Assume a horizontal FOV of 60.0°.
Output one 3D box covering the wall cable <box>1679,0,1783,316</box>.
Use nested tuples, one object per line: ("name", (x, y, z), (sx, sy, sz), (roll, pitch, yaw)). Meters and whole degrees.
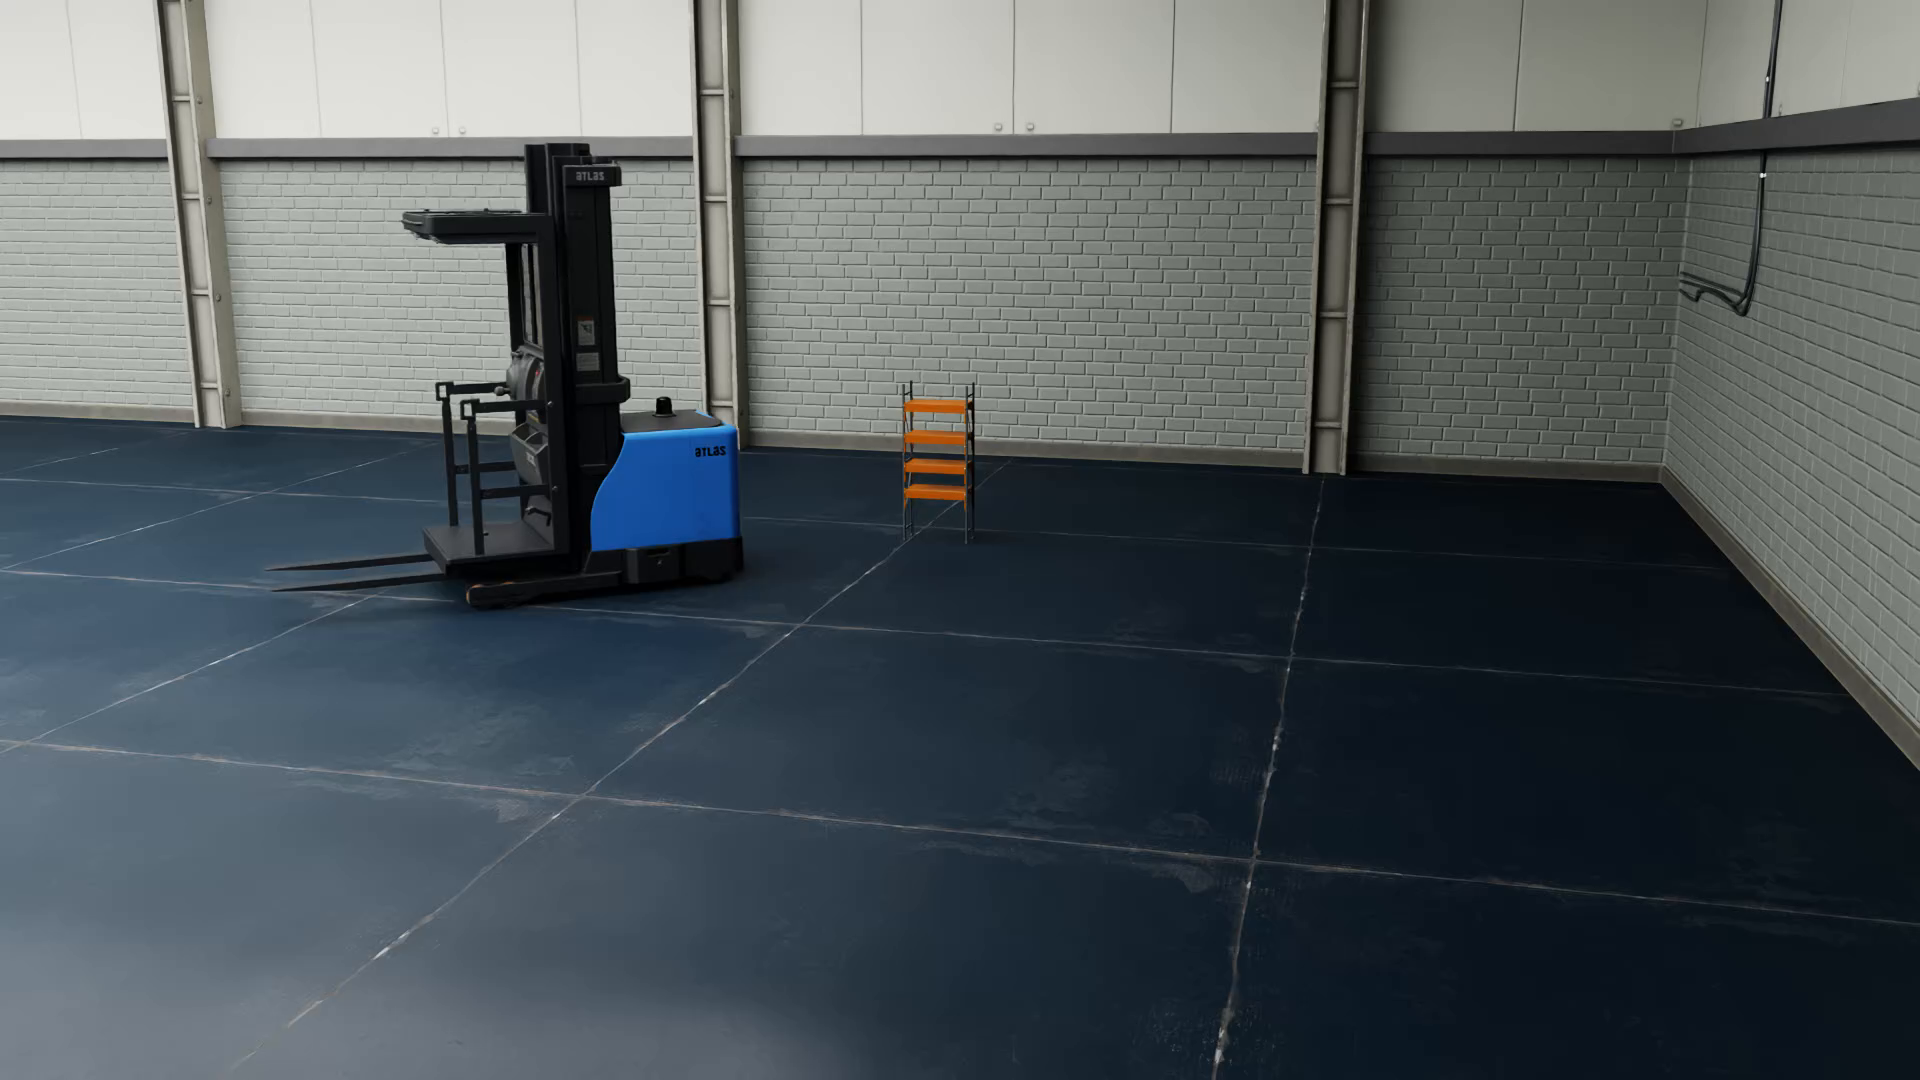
("wall cable", (5.976, -3.092, 13.065), (0.112, 2.526, 3.097), (3, 13, 14))

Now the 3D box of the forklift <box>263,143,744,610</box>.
("forklift", (-3.054, -1.108, 10.963), (3.031, 2.935, 1.130), (-6, 14, -25))

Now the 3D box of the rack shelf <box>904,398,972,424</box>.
("rack shelf", (-0.161, -0.978, 12.557), (0.480, 0.148, 0.258), (3, 13, 14))

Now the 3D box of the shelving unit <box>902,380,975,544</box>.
("shelving unit", (-0.161, -0.594, 12.642), (0.503, 1.200, 0.258), (3, 13, 14))

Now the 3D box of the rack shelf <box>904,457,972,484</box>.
("rack shelf", (-0.161, -0.529, 12.657), (0.480, 0.148, 0.258), (3, 13, 14))

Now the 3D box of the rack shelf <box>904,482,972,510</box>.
("rack shelf", (-0.161, -0.335, 12.700), (0.480, 0.148, 0.258), (3, 13, 14))

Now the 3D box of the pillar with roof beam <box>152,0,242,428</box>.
("pillar with roof beam", (-9.249, -4.757, 13.398), (0.400, 9.000, 9.100), (3, 13, 14))

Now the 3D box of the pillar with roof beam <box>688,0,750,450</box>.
("pillar with roof beam", (-3.424, -4.445, 11.994), (0.400, 9.000, 9.100), (3, 13, 14))

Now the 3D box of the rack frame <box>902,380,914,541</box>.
("rack frame", (-0.398, -0.607, 12.700), (0.015, 1.200, 0.240), (3, 13, 14))

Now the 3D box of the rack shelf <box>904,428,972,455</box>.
("rack shelf", (-0.161, -0.747, 12.609), (0.480, 0.148, 0.258), (3, 13, 14))

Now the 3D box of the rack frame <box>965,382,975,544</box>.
("rack frame", (0.076, -0.582, 12.585), (0.015, 1.200, 0.240), (3, 13, 14))

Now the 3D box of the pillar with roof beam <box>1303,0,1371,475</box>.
("pillar with roof beam", (2.402, -4.134, 10.591), (0.400, 9.000, 9.100), (3, 13, 14))
